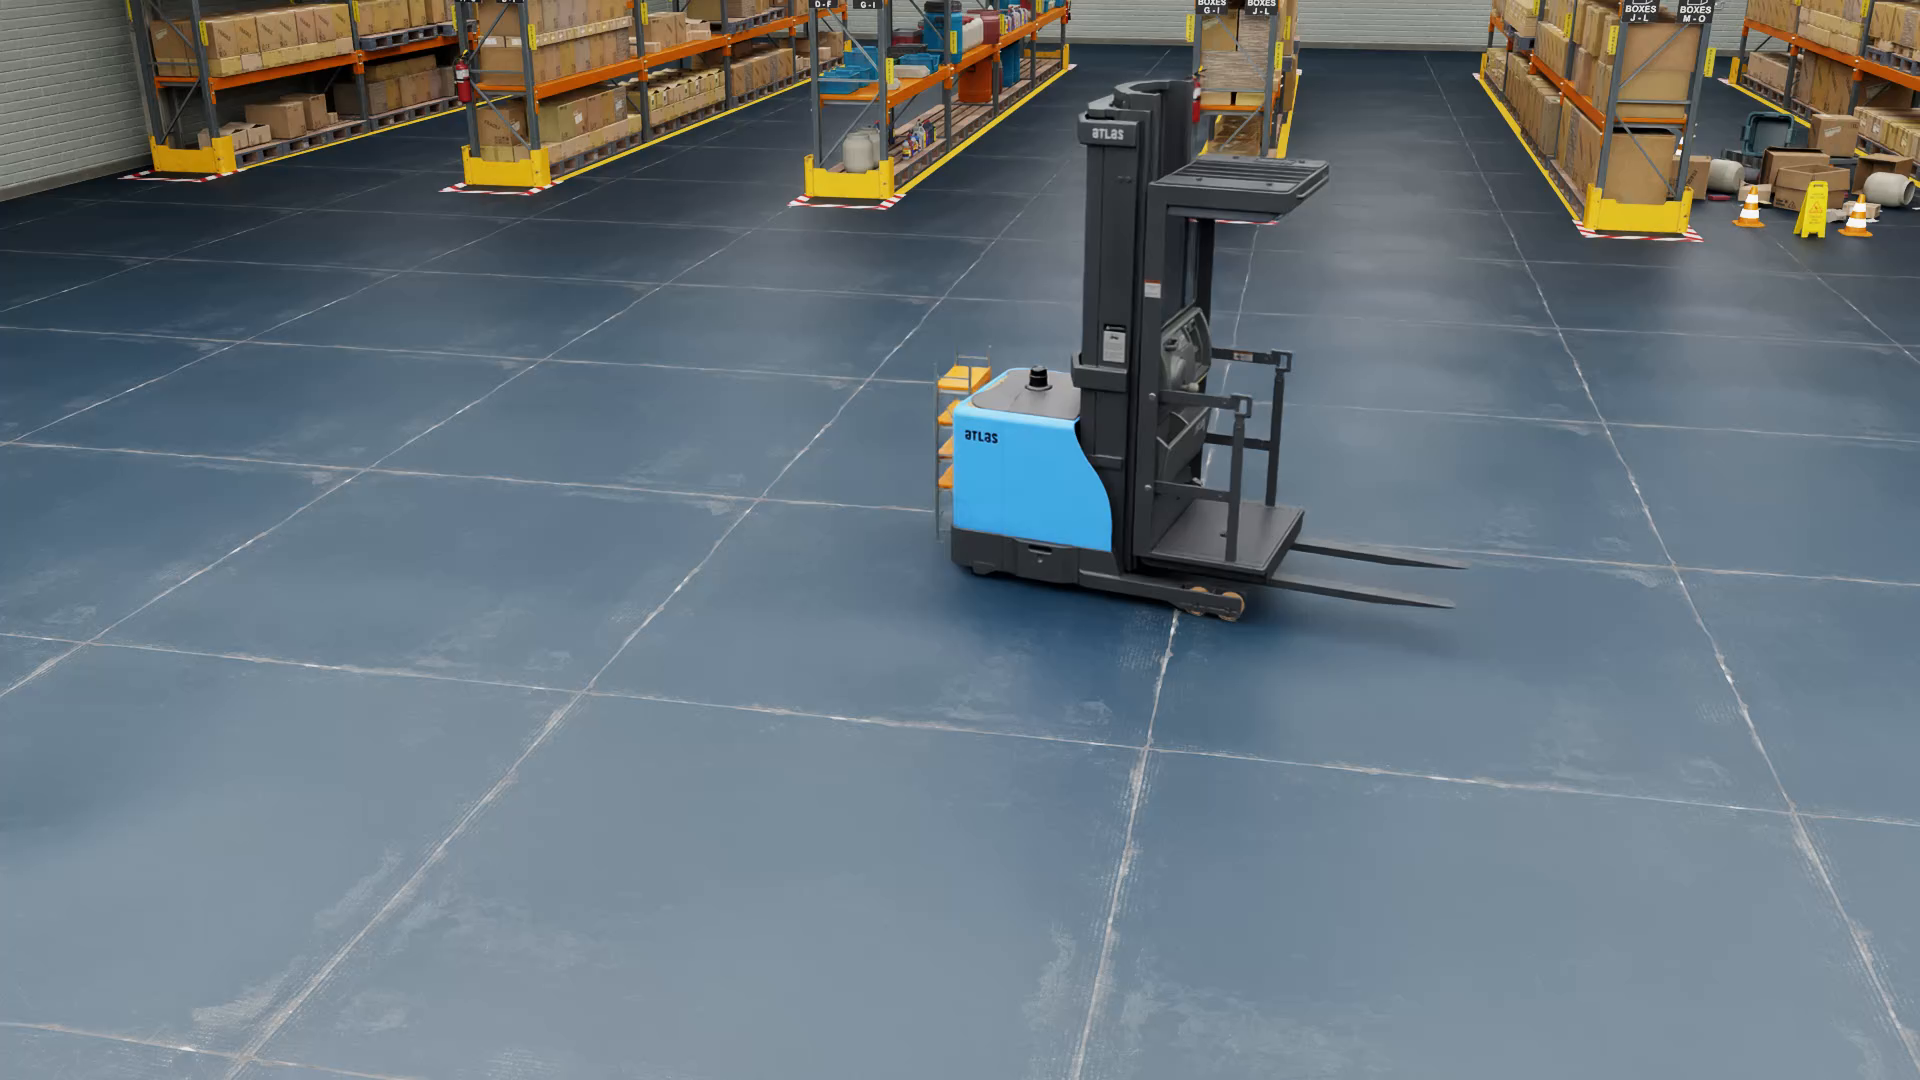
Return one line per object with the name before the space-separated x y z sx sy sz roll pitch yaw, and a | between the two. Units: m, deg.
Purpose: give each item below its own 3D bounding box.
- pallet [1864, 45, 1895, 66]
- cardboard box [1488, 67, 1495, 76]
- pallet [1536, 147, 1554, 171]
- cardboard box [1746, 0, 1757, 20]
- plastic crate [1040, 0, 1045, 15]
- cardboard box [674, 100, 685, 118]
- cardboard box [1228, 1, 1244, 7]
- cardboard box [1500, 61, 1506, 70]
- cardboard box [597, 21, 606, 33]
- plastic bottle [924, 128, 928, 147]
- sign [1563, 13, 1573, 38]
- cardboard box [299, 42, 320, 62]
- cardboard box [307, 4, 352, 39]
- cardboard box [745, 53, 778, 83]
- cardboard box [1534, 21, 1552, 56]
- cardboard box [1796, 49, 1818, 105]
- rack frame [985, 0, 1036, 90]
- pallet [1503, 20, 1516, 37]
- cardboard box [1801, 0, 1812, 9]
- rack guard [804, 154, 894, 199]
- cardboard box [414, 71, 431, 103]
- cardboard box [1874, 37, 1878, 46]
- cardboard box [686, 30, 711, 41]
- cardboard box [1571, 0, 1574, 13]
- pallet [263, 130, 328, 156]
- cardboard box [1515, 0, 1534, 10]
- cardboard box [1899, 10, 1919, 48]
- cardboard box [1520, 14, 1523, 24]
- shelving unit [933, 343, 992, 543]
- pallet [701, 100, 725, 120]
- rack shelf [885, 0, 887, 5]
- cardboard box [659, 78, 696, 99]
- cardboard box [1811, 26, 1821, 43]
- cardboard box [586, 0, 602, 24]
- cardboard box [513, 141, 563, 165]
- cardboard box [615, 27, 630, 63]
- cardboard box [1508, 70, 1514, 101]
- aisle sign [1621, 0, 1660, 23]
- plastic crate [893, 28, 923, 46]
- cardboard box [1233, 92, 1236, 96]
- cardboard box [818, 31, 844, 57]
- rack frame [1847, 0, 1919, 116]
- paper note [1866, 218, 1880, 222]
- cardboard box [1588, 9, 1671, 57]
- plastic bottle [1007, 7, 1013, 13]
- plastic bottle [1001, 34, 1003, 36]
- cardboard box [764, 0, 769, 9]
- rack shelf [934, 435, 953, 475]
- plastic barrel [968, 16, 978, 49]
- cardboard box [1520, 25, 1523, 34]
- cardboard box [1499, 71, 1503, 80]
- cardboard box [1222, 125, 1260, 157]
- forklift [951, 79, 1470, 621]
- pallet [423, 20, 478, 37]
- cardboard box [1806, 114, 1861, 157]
pallet | 14.691 -7.430 25.545 1.213 0.211 1.003 4 22 11
cardboard box | 10.901 -9.481 33.634 0.380 0.149 0.250 5 22 12
pallet | 9.133 -5.660 24.625 1.003 0.211 1.213 4 22 11
cardboard box | 15.986 -10.607 33.041 0.500 0.500 0.500 4 22 10
plastic crate | 1.490 -10.901 33.984 0.437 0.282 0.530 4 22 11
cardboard box | -4.949 -7.262 27.988 0.500 0.250 0.500 4 22 9
cardboard box | 3.469 -6.852 21.981 0.500 0.500 0.500 4 22 11
cardboard box | 10.557 -9.078 31.836 0.380 0.149 0.250 4 22 10
cardboard box | -5.538 -7.697 24.947 0.380 0.149 0.250 4 22 11
plastic bottle | -0.515 -6.012 24.813 0.061 0.283 0.133 6 23 14
sign | 8.516 -7.204 23.281 0.100 0.325 0.005 4 22 11
cardboard box | -10.330 -7.590 25.859 0.500 0.250 0.500 4 22 11
cardboard box | -10.127 -8.305 26.629 0.500 0.500 0.500 4 22 11
cardboard box | -3.882 -9.242 32.543 0.500 0.500 0.500 5 22 12
cardboard box | 9.510 -8.031 26.646 0.500 0.500 0.500 5 22 12
cardboard box | 15.500 -8.227 29.549 0.875 0.875 0.875 5 23 13
rack frame | 0.998 -10.384 32.622 1.000 3.000 0.127 4 22 11
pallet | 10.383 -9.234 30.023 1.003 0.211 1.213 4 22 11
cardboard box | 15.177 -9.622 29.258 0.500 0.500 0.500 5 22 12
rack guard | -1.481 -4.867 22.270 1.175 0.500 0.348 4 22 11
cardboard box | -9.905 -8.090 29.683 0.700 0.500 0.500 4 22 11
cardboard box | 14.484 -7.762 25.885 0.380 0.149 0.250 3 22 8
cardboard box | -4.580 -8.834 29.108 0.380 0.149 0.250 4 22 11
cardboard box | 9.248 -7.546 24.103 0.700 0.500 0.500 4 22 10
pallet | -10.682 -6.224 26.026 1.003 0.211 1.213 4 22 11
cardboard box | 9.837 -9.265 28.821 0.380 0.149 0.250 5 23 13
cardboard box | 14.103 -7.452 24.248 0.500 0.500 0.500 4 22 9
cardboard box | 9.625 -8.754 27.951 0.380 0.149 0.250 5 22 12
shelving unit | 0.020 -0.620 10.787 0.258 1.200 0.503 6 23 14
pallet | -4.873 -7.709 29.711 1.003 0.211 1.213 4 22 11
rack shelf | -1.042 -7.785 23.115 1.077 0.370 4.000 4 22 11
cardboard box | -4.842 -7.711 28.353 0.500 0.311 0.500 5 22 12
cardboard box | 14.976 -8.665 28.554 0.500 0.250 0.500 4 22 10
cardboard box | -5.772 -7.955 24.719 0.700 0.500 0.500 4 22 11
cardboard box | -5.972 -5.473 23.546 0.500 0.250 0.500 4 22 11
cardboard box | -5.567 -7.721 25.875 0.700 0.500 0.500 4 22 10
cardboard box | 10.165 -8.183 29.941 0.500 0.500 0.500 5 23 13
aisle sign | 7.925 -6.406 19.264 0.394 0.787 0.004 4 22 11
plastic crate | -0.835 -7.688 25.843 0.402 0.464 0.583 4 22 11
cardboard box | 3.464 -5.987 22.039 0.380 0.149 0.250 4 22 11
cardboard box | -2.904 -11.053 37.040 0.500 0.500 0.500 4 22 11
rack frame | 14.732 -7.788 26.176 1.000 3.000 0.127 4 22 11
paper note | 11.344 -3.983 20.701 0.148 0.019 0.142 -3 22 -8
cardboard box | 8.597 -6.512 21.362 0.875 0.550 0.500 4 22 11
plastic bottle | 0.952 -9.943 31.594 0.144 0.351 0.185 4 22 11
plastic bottle | 0.681 -9.166 29.765 0.152 0.276 0.135 4 22 11
cardboard box | -4.166 -10.848 33.078 0.700 0.500 0.500 -3 22 -7
rack shelf | 0.020 -0.557 10.812 0.258 0.148 0.480 6 23 14
plastic barrel | 0.095 -8.426 27.612 0.421 0.512 0.421 0 22 0
cardboard box | 9.569 -8.513 27.750 0.380 0.149 0.250 4 22 11
cardboard box | 10.478 -8.841 31.647 0.380 0.149 0.250 3 22 8
cardboard box | 3.934 -5.530 23.352 0.500 0.500 0.500 2 22 6
forklift | 1.509 -1.113 9.694 3.031 2.935 1.130 9 24 21
pallet | -9.558 -9.319 30.233 1.213 0.211 1.003 4 22 11
cardboard box | 12.167 -5.642 23.179 0.500 0.500 0.500 4 22 11
